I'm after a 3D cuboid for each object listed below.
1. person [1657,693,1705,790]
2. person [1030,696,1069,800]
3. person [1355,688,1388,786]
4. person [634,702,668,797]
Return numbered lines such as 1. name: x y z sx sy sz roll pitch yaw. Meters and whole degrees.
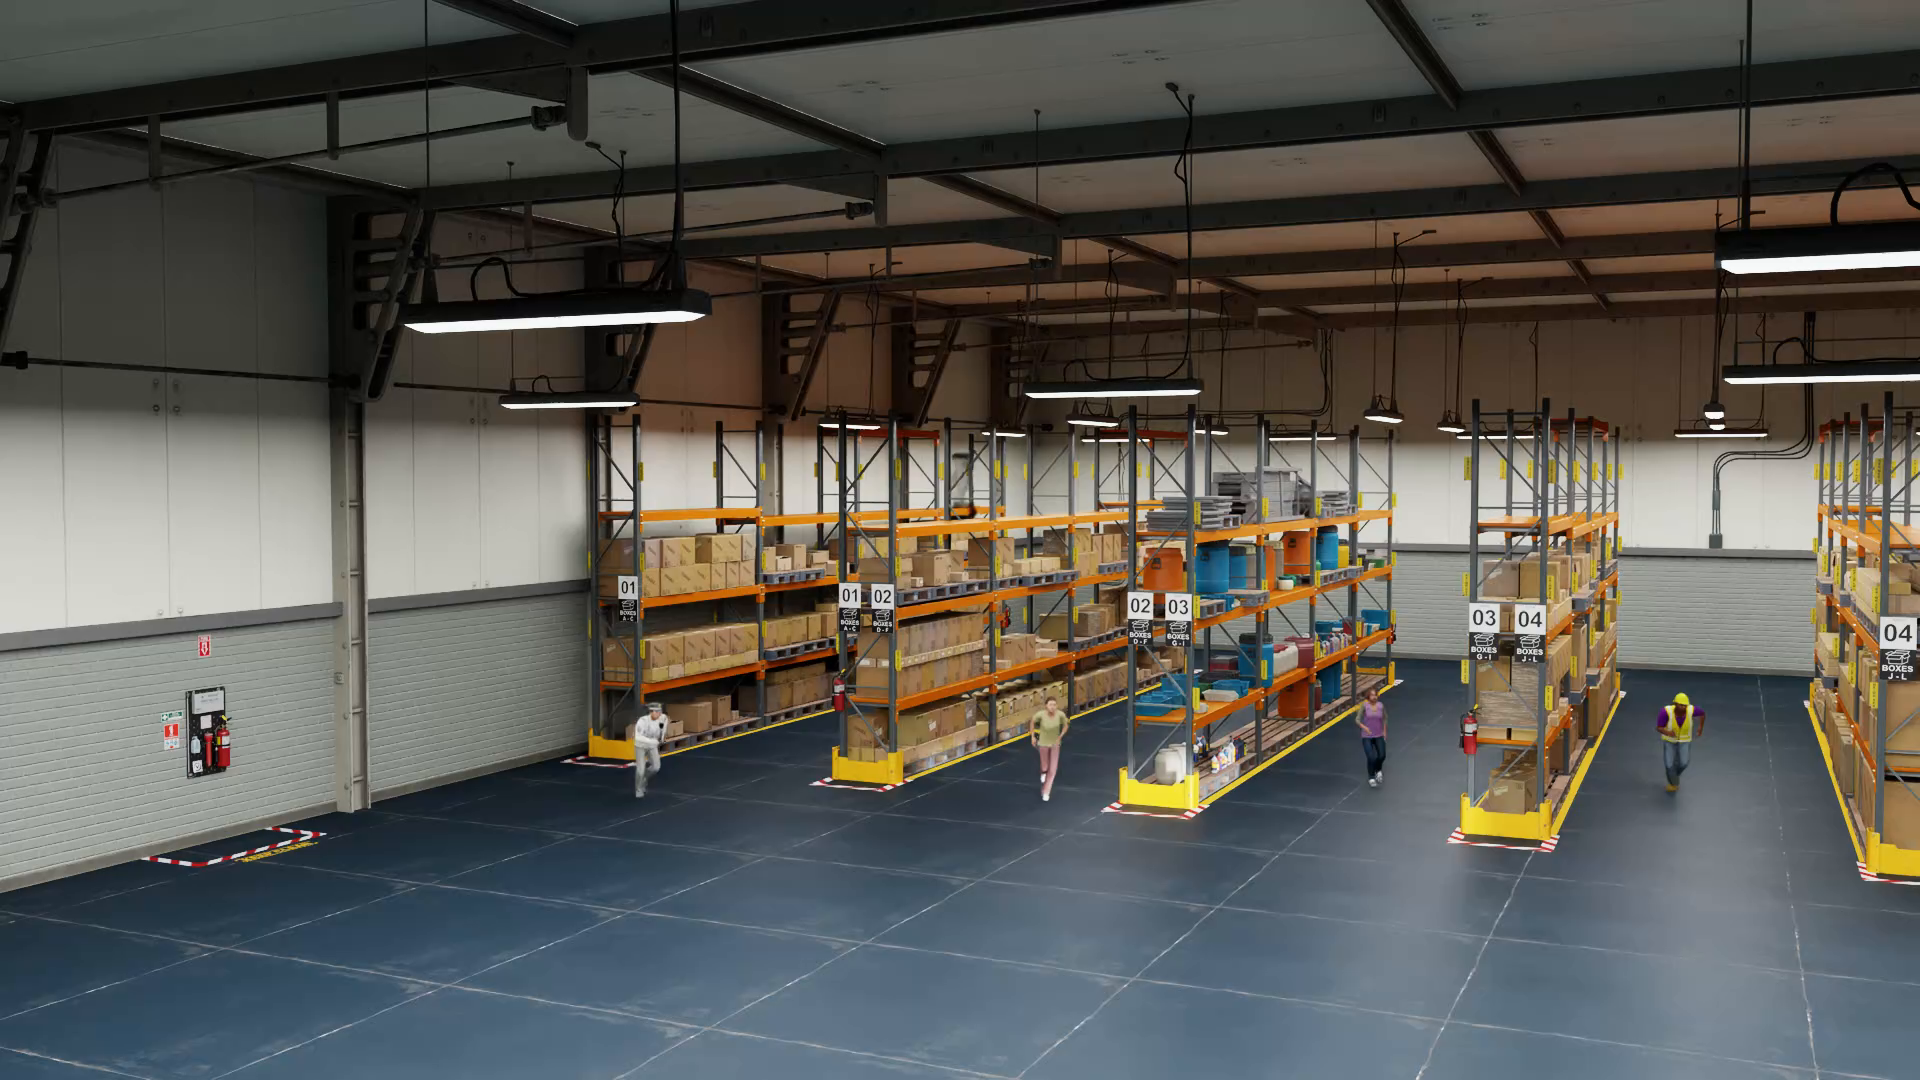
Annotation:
1. person: 11.182 3.142 25.792 0.736 1.590 0.863 1 2 13
2. person: 1.364 3.172 25.548 0.574 1.604 0.726 0 2 -9
3. person: 6.552 3.135 26.386 0.550 1.564 0.522 0 2 2
4. person: -4.722 3.205 25.466 0.642 1.504 0.820 -2 3 -38
